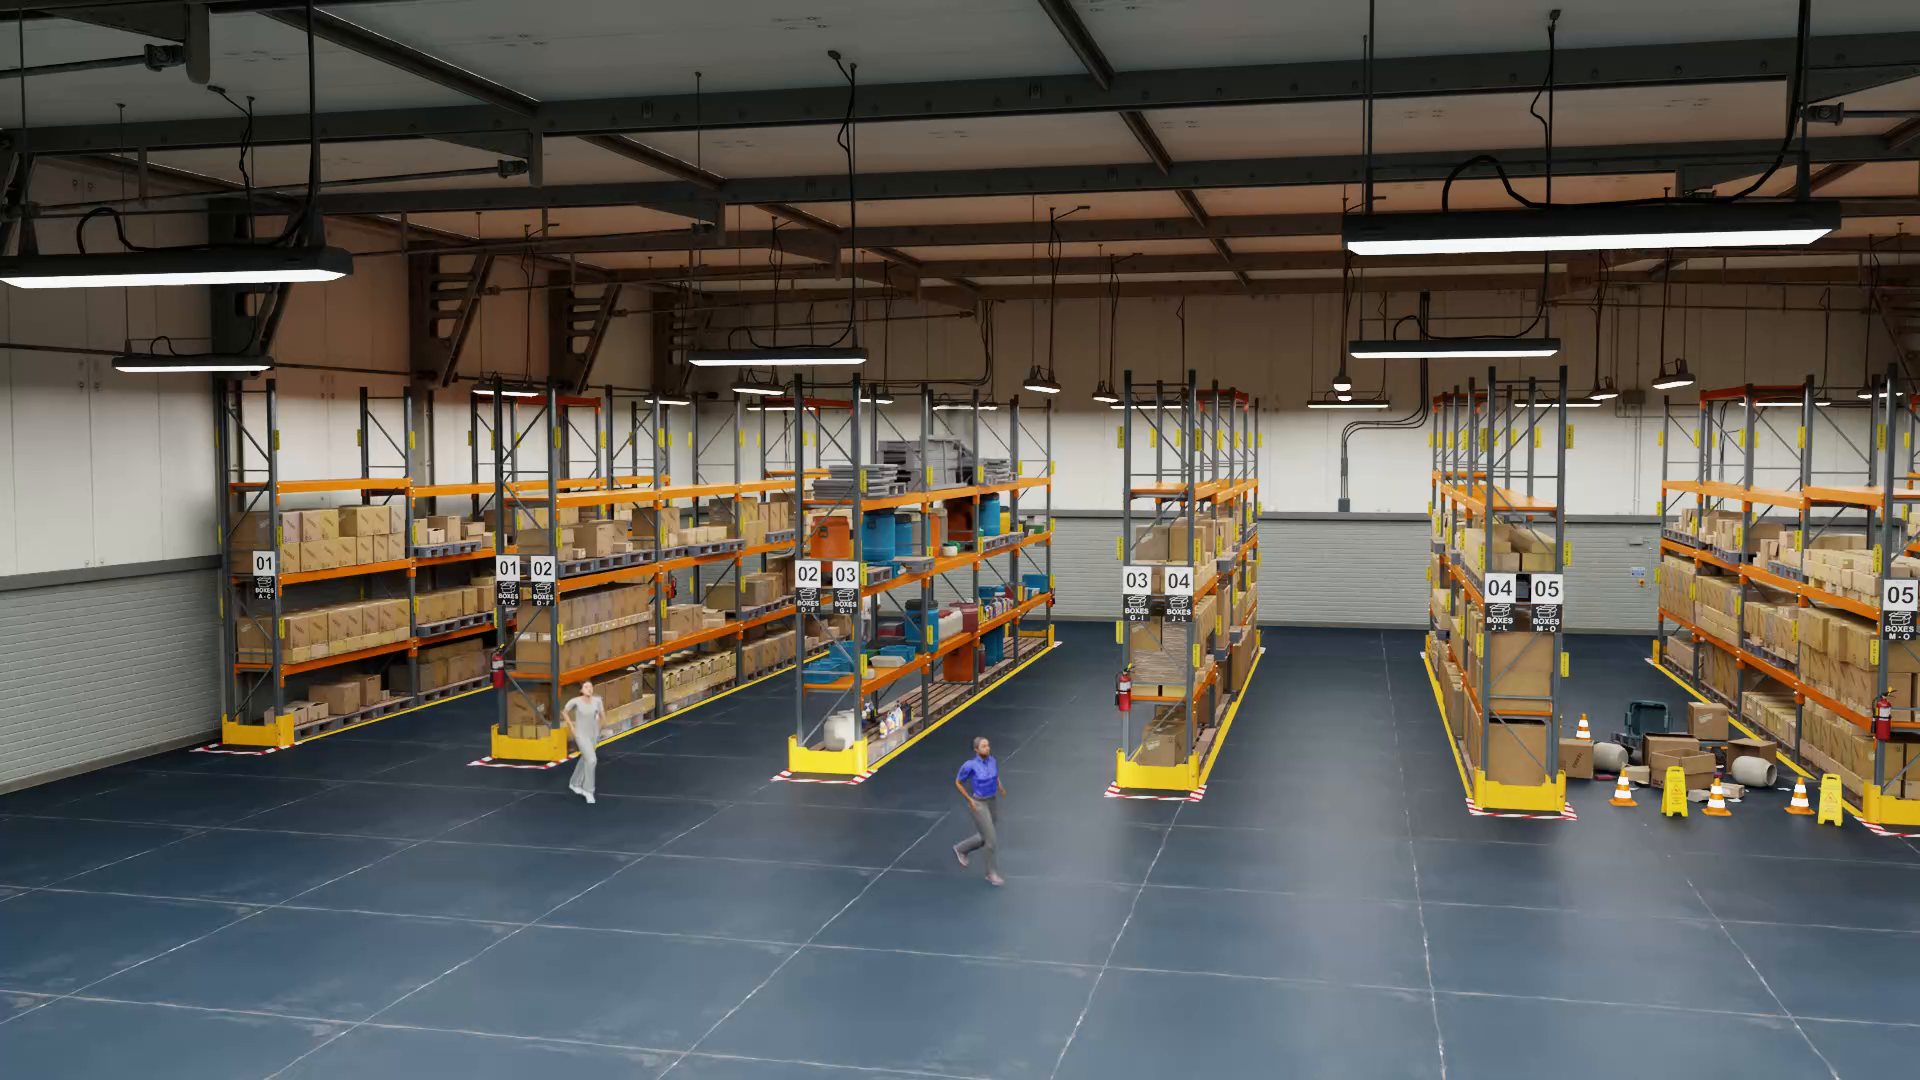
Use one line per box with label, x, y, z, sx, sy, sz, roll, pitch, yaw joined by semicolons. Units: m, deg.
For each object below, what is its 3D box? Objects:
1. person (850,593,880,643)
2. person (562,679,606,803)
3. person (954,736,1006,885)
person;-2.039;1.724;35.705;0.669;1.849;0.792;0;3;0
person;-5.209;2.789;23.194;0.755;1.730;0.537;3;5;44
person;0.232;3.054;18.963;0.792;1.658;0.574;3;5;45
